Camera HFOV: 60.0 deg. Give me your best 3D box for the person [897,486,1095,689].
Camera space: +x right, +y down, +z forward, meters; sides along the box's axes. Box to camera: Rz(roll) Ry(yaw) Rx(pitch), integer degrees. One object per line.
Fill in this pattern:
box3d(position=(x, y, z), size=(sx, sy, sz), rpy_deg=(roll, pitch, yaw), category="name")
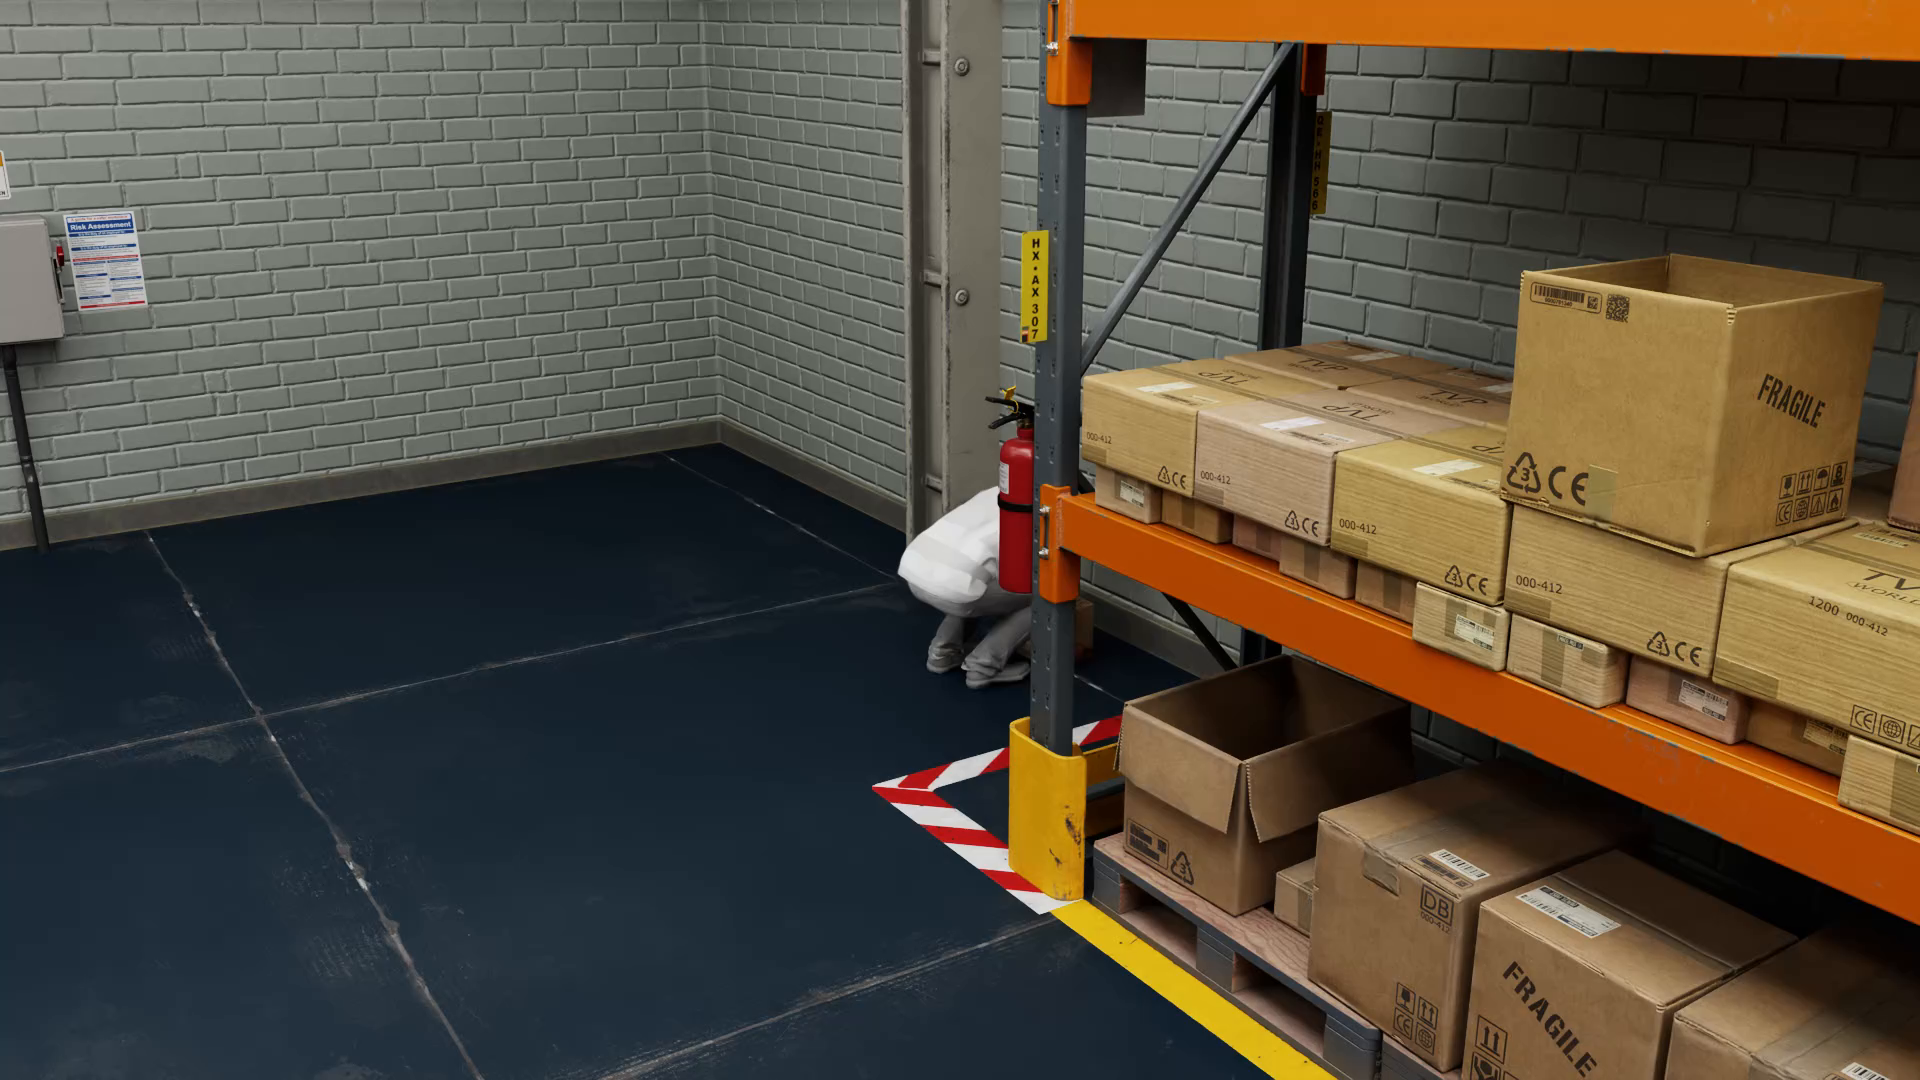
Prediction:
box3d(position=(0.178, 0.177, 7.097), size=(0.950, 0.838, 0.531), rpy_deg=(-12, 21, -33), category="person")
